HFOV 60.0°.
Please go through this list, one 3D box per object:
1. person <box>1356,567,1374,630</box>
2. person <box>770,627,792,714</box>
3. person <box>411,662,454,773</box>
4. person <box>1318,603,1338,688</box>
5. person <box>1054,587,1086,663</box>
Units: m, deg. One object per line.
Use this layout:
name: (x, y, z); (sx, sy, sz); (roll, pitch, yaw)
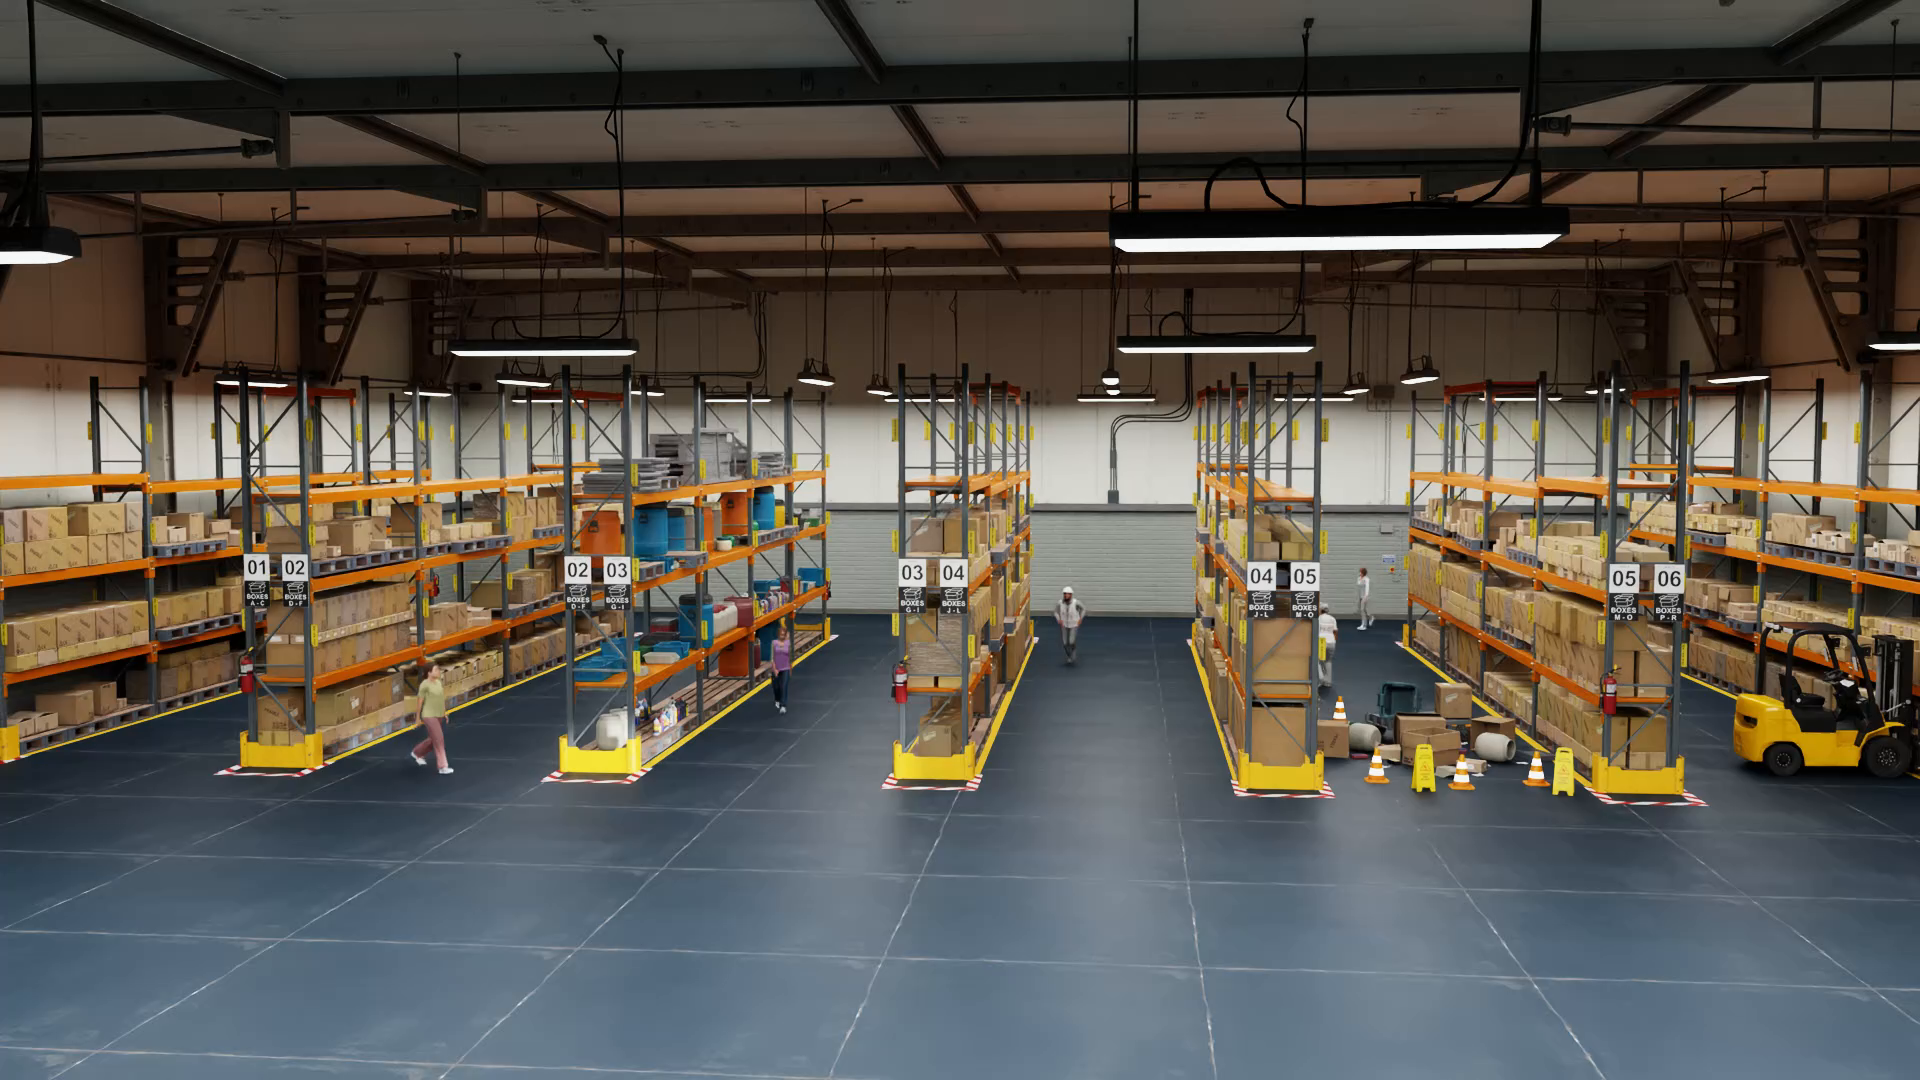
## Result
person: (10.323, 1.481, 42.325); (0.556, 1.581, 0.419); (-1, 4, -17)
person: (-3.204, 2.322, 29.810); (0.400, 1.507, 1.022); (0, 4, -5)
person: (-7.807, 2.605, 24.520); (0.946, 1.632, 0.492); (2, 4, 30)
person: (7.207, 2.087, 32.848); (0.541, 1.652, 0.631); (-1, 4, -10)
person: (2.395, 1.842, 36.133); (0.690, 1.685, 0.722); (1, 4, 15)
